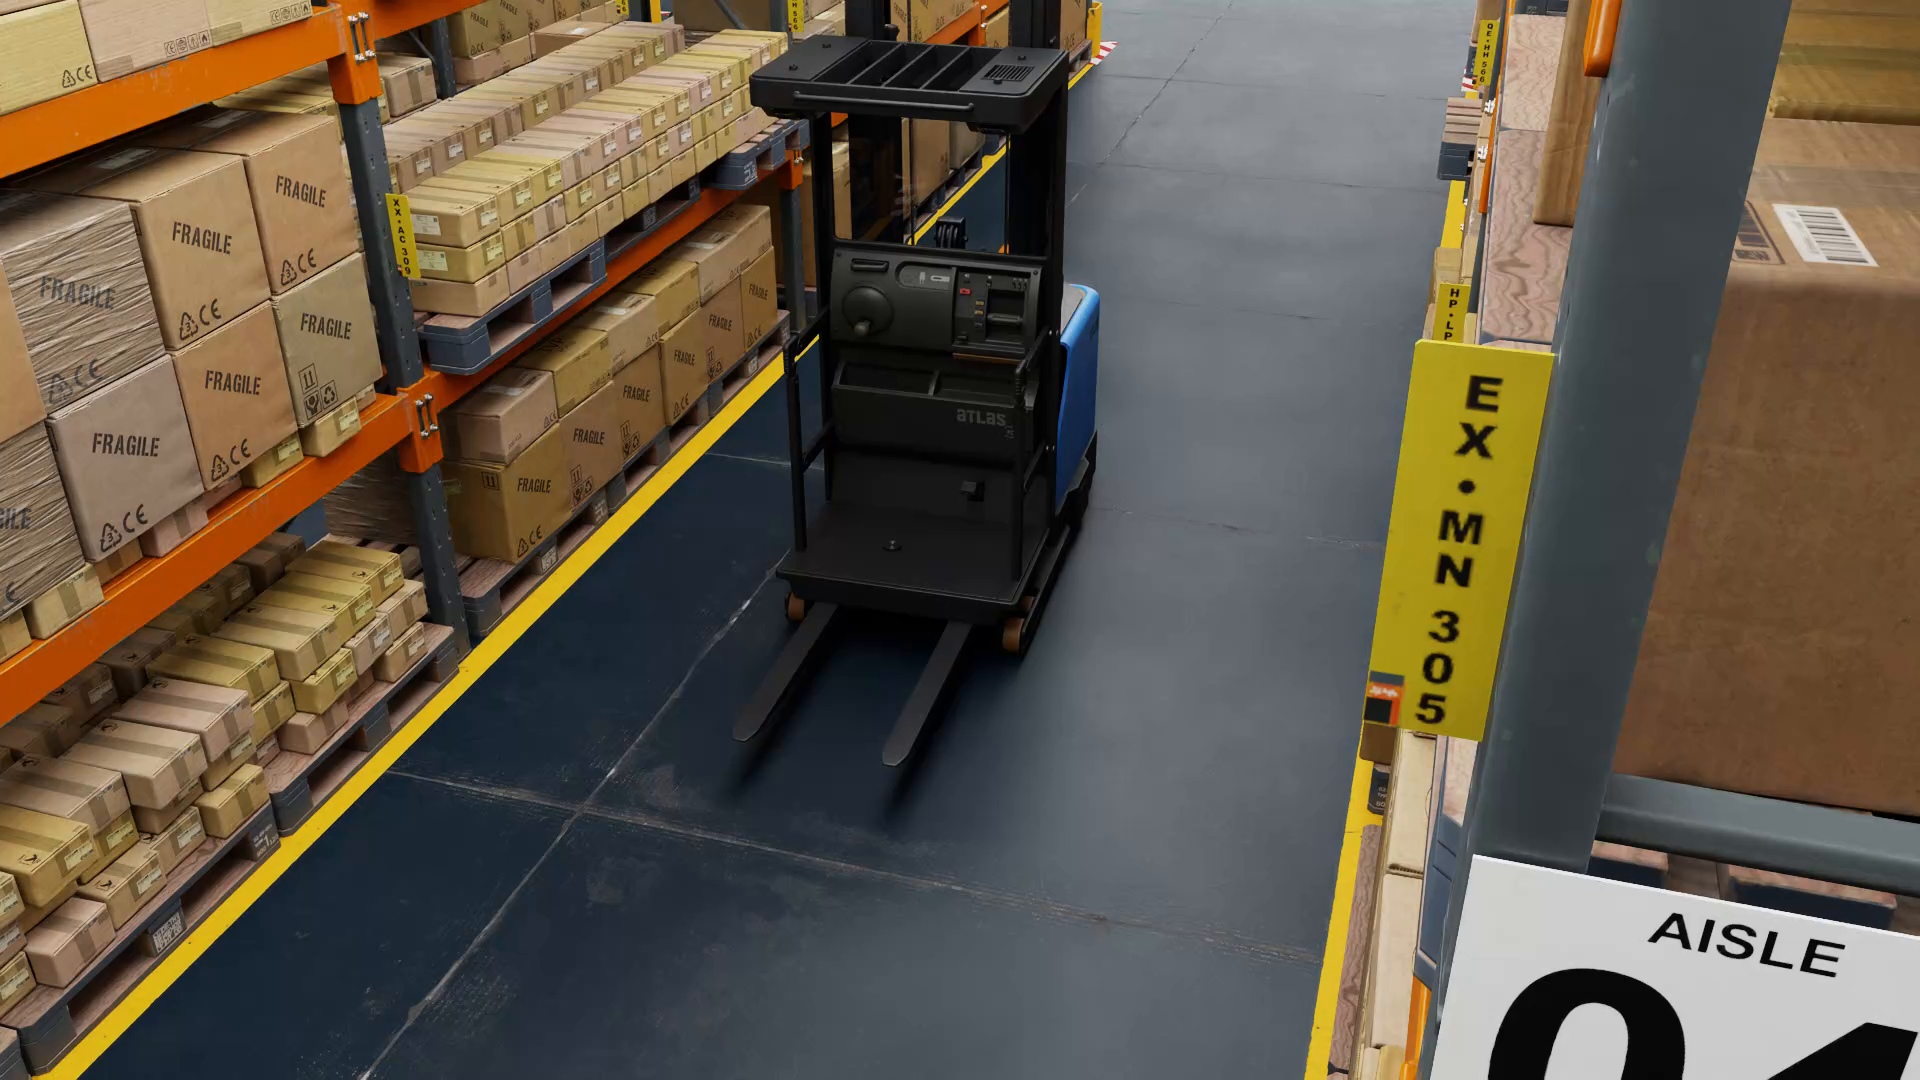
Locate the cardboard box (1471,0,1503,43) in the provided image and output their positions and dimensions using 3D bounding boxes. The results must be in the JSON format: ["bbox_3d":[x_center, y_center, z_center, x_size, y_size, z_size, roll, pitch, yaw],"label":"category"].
[{"bbox_3d":[4.038,-3.917,11.157,1.000,1.000,1.000,9,30,15],"label":"cardboard box"}]

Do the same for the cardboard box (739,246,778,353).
[{"bbox_3d":[-1.424,-1.465,9.937,0.500,0.500,0.500,8,30,15],"label":"cardboard box"}]

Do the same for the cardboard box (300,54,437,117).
[{"bbox_3d":[-5.220,-4.026,14.673,0.950,0.372,0.625,9,30,16],"label":"cardboard box"}]

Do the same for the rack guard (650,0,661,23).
[{"bbox_3d":[-3.917,-5.966,18.461,1.175,0.500,0.348,8,30,15],"label":"rack guard"}]

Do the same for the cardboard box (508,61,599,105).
[{"bbox_3d":[-2.110,-2.376,8.650,0.380,0.149,0.250,10,31,17],"label":"cardboard box"}]

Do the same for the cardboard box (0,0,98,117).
[{"bbox_3d":[-2.847,-1.370,4.696,0.500,0.250,0.500,8,30,14],"label":"cardboard box"}]

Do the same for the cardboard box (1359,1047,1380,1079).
[{"bbox_3d":[0.921,1.192,2.869,0.500,0.250,0.500,8,30,14],"label":"cardboard box"}]

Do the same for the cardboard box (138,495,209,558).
[{"bbox_3d":[-2.772,-0.084,5.574,0.380,0.149,0.250,7,30,13],"label":"cardboard box"}]

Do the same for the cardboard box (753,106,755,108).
[{"bbox_3d":[-1.267,-2.502,9.182,0.380,0.149,0.250,10,31,17],"label":"cardboard box"}]

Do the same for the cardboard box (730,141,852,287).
[{"bbox_3d":[-1.216,-2.187,10.979,1.050,0.750,0.750,8,30,14],"label":"cardboard box"}]

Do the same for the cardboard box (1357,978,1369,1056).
[{"bbox_3d":[1.046,1.057,3.522,0.380,0.149,0.250,9,30,15],"label":"cardboard box"}]

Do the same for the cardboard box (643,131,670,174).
[{"bbox_3d":[-1.643,-1.906,8.112,0.380,0.149,0.250,8,30,14],"label":"cardboard box"}]

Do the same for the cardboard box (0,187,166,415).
[{"bbox_3d":[-2.845,-0.735,5.048,0.500,0.500,0.500,9,30,16],"label":"cardboard box"}]

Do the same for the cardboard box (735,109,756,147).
[{"bbox_3d":[-1.336,-2.261,9.055,0.380,0.149,0.250,9,30,16],"label":"cardboard box"}]

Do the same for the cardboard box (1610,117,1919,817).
[{"bbox_3d":[0.984,-0.075,1.577,0.700,0.500,0.500,7,30,12],"label":"cardboard box"}]

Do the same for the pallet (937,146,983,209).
[{"bbox_3d":[-0.461,-2.988,13.404,1.003,0.211,1.213,8,30,15],"label":"pallet"}]

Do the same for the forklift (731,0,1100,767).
[{"bbox_3d":[-0.164,-0.987,7.009,1.130,2.935,3.031,7,30,13],"label":"forklift"}]

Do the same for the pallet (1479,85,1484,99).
[{"bbox_3d":[3.773,-2.804,10.402,1.003,0.211,1.213,8,30,15],"label":"pallet"}]

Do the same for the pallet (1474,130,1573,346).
[{"bbox_3d":[1.447,-0.431,2.946,1.003,0.211,1.213,8,30,15],"label":"pallet"}]

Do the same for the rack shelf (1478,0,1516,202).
[{"bbox_3d":[2.644,-2.029,6.467,1.077,0.370,4.000,8,30,15],"label":"rack shelf"}]

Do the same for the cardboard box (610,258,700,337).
[{"bbox_3d":[-1.733,-1.310,8.888,0.500,0.250,0.500,9,30,16],"label":"cardboard box"}]

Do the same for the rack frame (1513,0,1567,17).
[{"bbox_3d":[2.057,-2.725,3.892,1.000,3.000,0.127,8,30,15],"label":"rack frame"}]

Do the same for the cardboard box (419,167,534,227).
[{"bbox_3d":[-2.024,-1.440,6.967,0.380,0.149,0.250,9,30,16],"label":"cardboard box"}]

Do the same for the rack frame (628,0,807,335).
[{"bbox_3d":[-1.481,-2.717,10.048,1.000,3.000,0.127,8,30,15],"label":"rack frame"}]

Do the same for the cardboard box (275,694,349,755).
[{"bbox_3d":[-2.616,0.676,6.450,0.380,0.149,0.250,7,30,13],"label":"cardboard box"}]

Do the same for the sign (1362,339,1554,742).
[{"bbox_3d":[0.368,0.009,1.234,0.100,0.325,0.005,8,30,15],"label":"sign"}]

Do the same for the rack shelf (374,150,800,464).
[{"bbox_3d":[-2.068,-1.473,8.552,1.077,0.370,4.000,8,30,15],"label":"rack shelf"}]

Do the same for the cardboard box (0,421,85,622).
[{"bbox_3d":[-3.001,-0.058,4.860,0.500,0.500,0.500,8,30,14],"label":"cardboard box"}]

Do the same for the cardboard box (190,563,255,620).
[{"bbox_3d":[-3.092,0.194,6.704,0.380,0.149,0.250,10,31,17],"label":"cardboard box"}]

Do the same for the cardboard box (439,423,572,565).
[{"bbox_3d":[-2.185,-0.255,7.762,0.500,0.500,0.500,10,31,17],"label":"cardboard box"}]

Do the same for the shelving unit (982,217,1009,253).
[{"bbox_3d":[0.293,-1.068,8.936,0.258,1.200,0.503,8,30,13],"label":"shelving unit"}]

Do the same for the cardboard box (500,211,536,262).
[{"bbox_3d":[-2.025,-1.300,7.022,0.380,0.149,0.250,8,30,14],"label":"cardboard box"}]

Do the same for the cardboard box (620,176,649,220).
[{"bbox_3d":[-1.721,-1.657,7.969,0.380,0.149,0.250,8,30,14],"label":"cardboard box"}]

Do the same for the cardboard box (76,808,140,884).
[{"bbox_3d":[-3.013,0.984,5.590,0.380,0.149,0.250,10,31,17],"label":"cardboard box"}]

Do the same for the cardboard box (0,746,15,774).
[{"bbox_3d":[-3.437,0.797,5.619,0.380,0.149,0.250,9,30,15],"label":"cardboard box"}]

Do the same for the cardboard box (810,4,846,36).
[{"bbox_3d":[-0.944,-3.167,10.755,0.500,0.500,0.500,8,30,14],"label":"cardboard box"}]

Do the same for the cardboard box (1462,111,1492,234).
[{"bbox_3d":[2.828,-1.819,8.331,0.500,0.500,0.500,9,30,16],"label":"cardboard box"}]

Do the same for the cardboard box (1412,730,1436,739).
[{"bbox_3d":[1.372,0.161,3.952,0.500,0.500,0.500,8,30,13],"label":"cardboard box"}]

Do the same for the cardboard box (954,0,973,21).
[{"bbox_3d":[-0.204,-4.339,12.861,0.500,0.500,0.500,8,30,15],"label":"cardboard box"}]

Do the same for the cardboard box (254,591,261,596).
[{"bbox_3d":[-3.067,0.197,7.005,0.380,0.149,0.250,10,31,17],"label":"cardboard box"}]

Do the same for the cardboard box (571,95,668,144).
[{"bbox_3d":[-1.645,-2.036,8.039,0.380,0.149,0.250,9,30,16],"label":"cardboard box"}]

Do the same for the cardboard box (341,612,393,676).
[{"bbox_3d":[-2.511,0.394,6.652,0.380,0.149,0.250,7,30,12],"label":"cardboard box"}]

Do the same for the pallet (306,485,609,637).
[{"bbox_3d":[-2.428,-0.001,8.035,1.003,0.211,1.213,8,30,15],"label":"pallet"}]

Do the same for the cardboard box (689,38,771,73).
[{"bbox_3d":[-1.262,-2.641,9.126,0.380,0.149,0.250,8,30,14],"label":"cardboard box"}]

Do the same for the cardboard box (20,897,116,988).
[{"bbox_3d":[-2.984,1.277,5.369,0.380,0.149,0.250,7,30,12],"label":"cardboard box"}]

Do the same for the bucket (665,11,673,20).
[{"bbox_3d":[-2.471,-4.202,14.521,0.726,0.611,0.620,20,45,32],"label":"bucket"}]

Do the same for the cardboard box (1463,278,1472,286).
[{"bbox_3d":[2.085,-0.632,6.198,0.500,0.500,0.500,9,30,16],"label":"cardboard box"}]

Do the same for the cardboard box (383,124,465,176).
[{"bbox_3d":[-2.491,-1.773,7.566,0.380,0.149,0.250,8,30,15],"label":"cardboard box"}]

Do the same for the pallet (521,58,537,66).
[{"bbox_3d":[-4.549,-4.903,16.846,1.003,0.211,1.213,8,30,15],"label":"pallet"}]

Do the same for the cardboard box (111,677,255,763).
[{"bbox_3d":[-2.756,0.636,5.909,0.380,0.149,0.250,7,30,12],"label":"cardboard box"}]

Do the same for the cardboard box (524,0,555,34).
[{"bbox_3d":[-4.337,-5.272,16.266,0.500,0.500,0.500,10,31,17],"label":"cardboard box"}]

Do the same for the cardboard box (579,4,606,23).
[{"bbox_3d":[-4.034,-5.422,17.308,0.500,0.250,0.500,9,30,15],"label":"cardboard box"}]

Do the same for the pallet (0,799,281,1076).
[{"bbox_3d":[-3.175,1.247,5.792,1.003,0.211,1.213,8,30,15],"label":"pallet"}]

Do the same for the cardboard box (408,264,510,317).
[{"bbox_3d":[-2.100,-1.049,6.877,0.380,0.149,0.250,7,30,12],"label":"cardboard box"}]
